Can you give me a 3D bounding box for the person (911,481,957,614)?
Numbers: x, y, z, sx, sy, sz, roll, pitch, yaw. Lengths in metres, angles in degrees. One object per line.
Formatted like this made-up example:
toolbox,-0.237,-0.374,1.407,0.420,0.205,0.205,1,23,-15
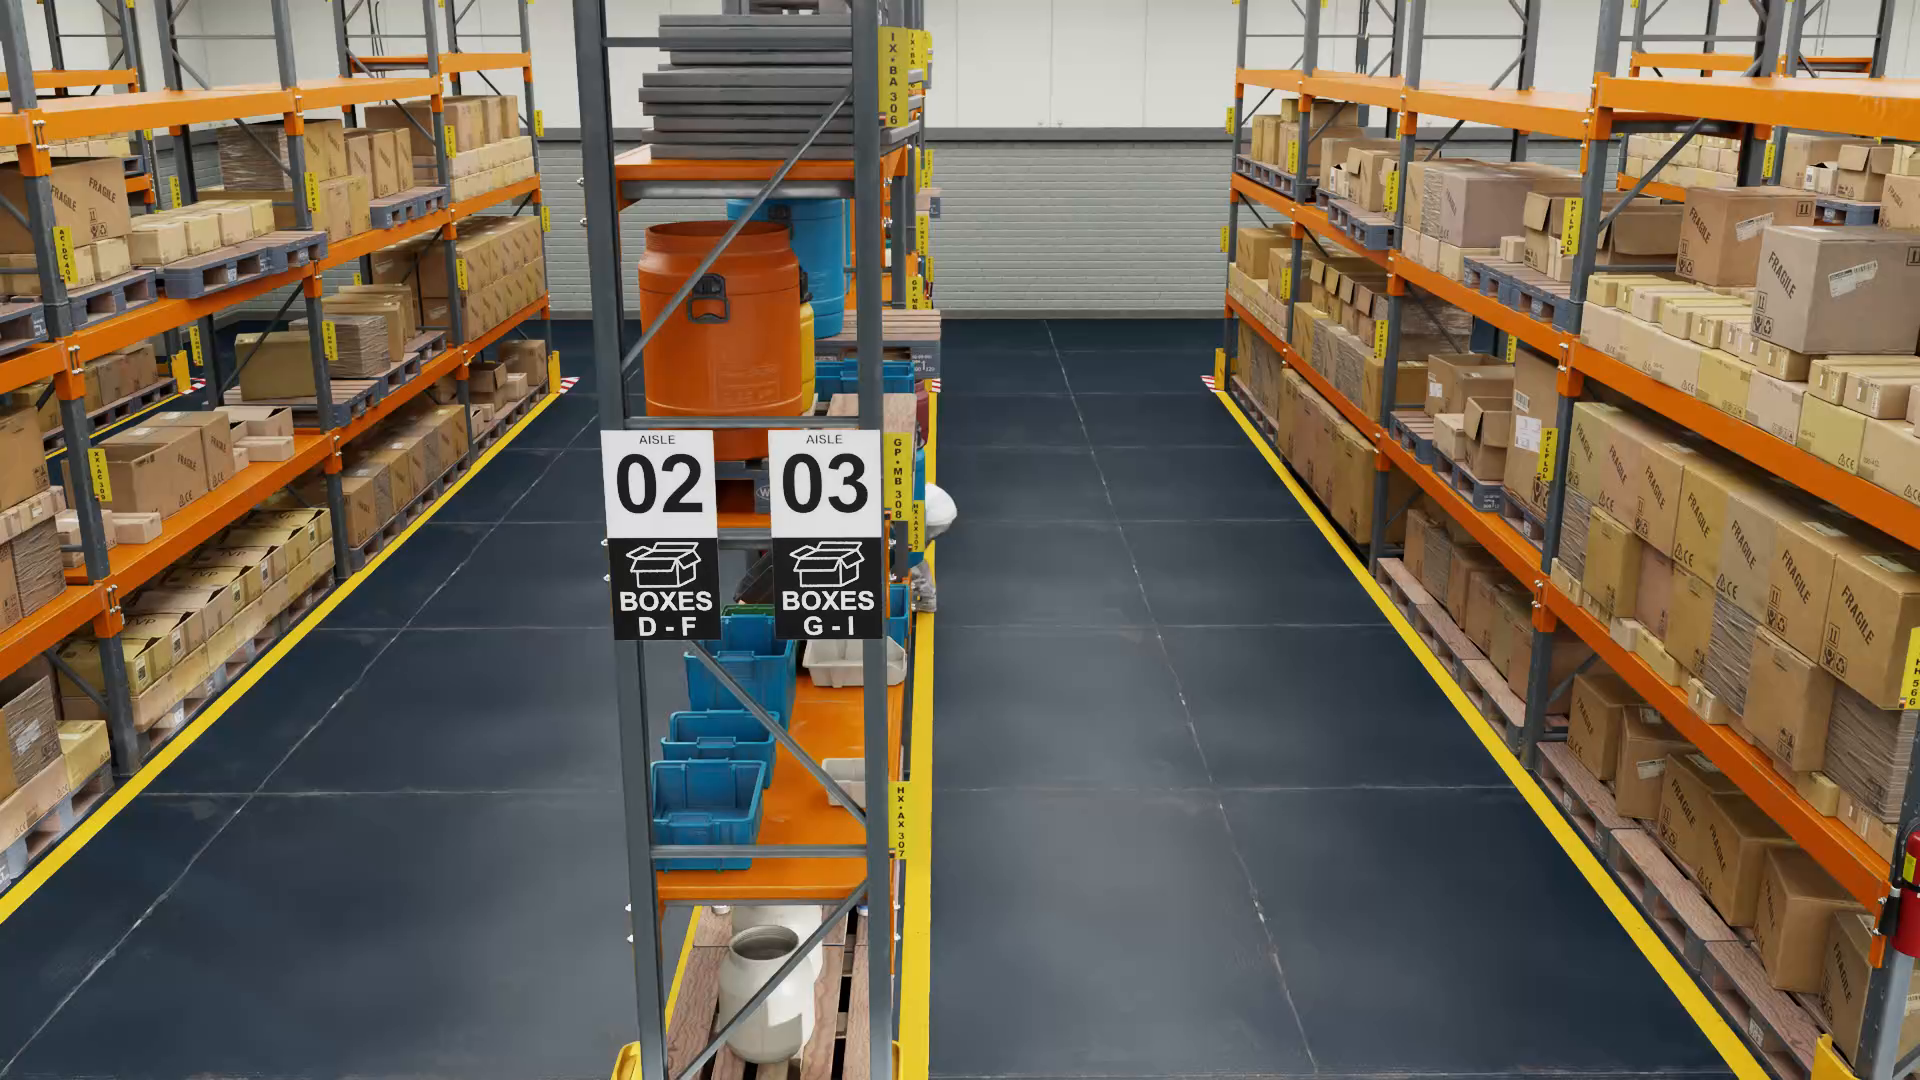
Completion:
person,-0.565,0.041,13.424,1.065,1.167,0.525,4,17,13
